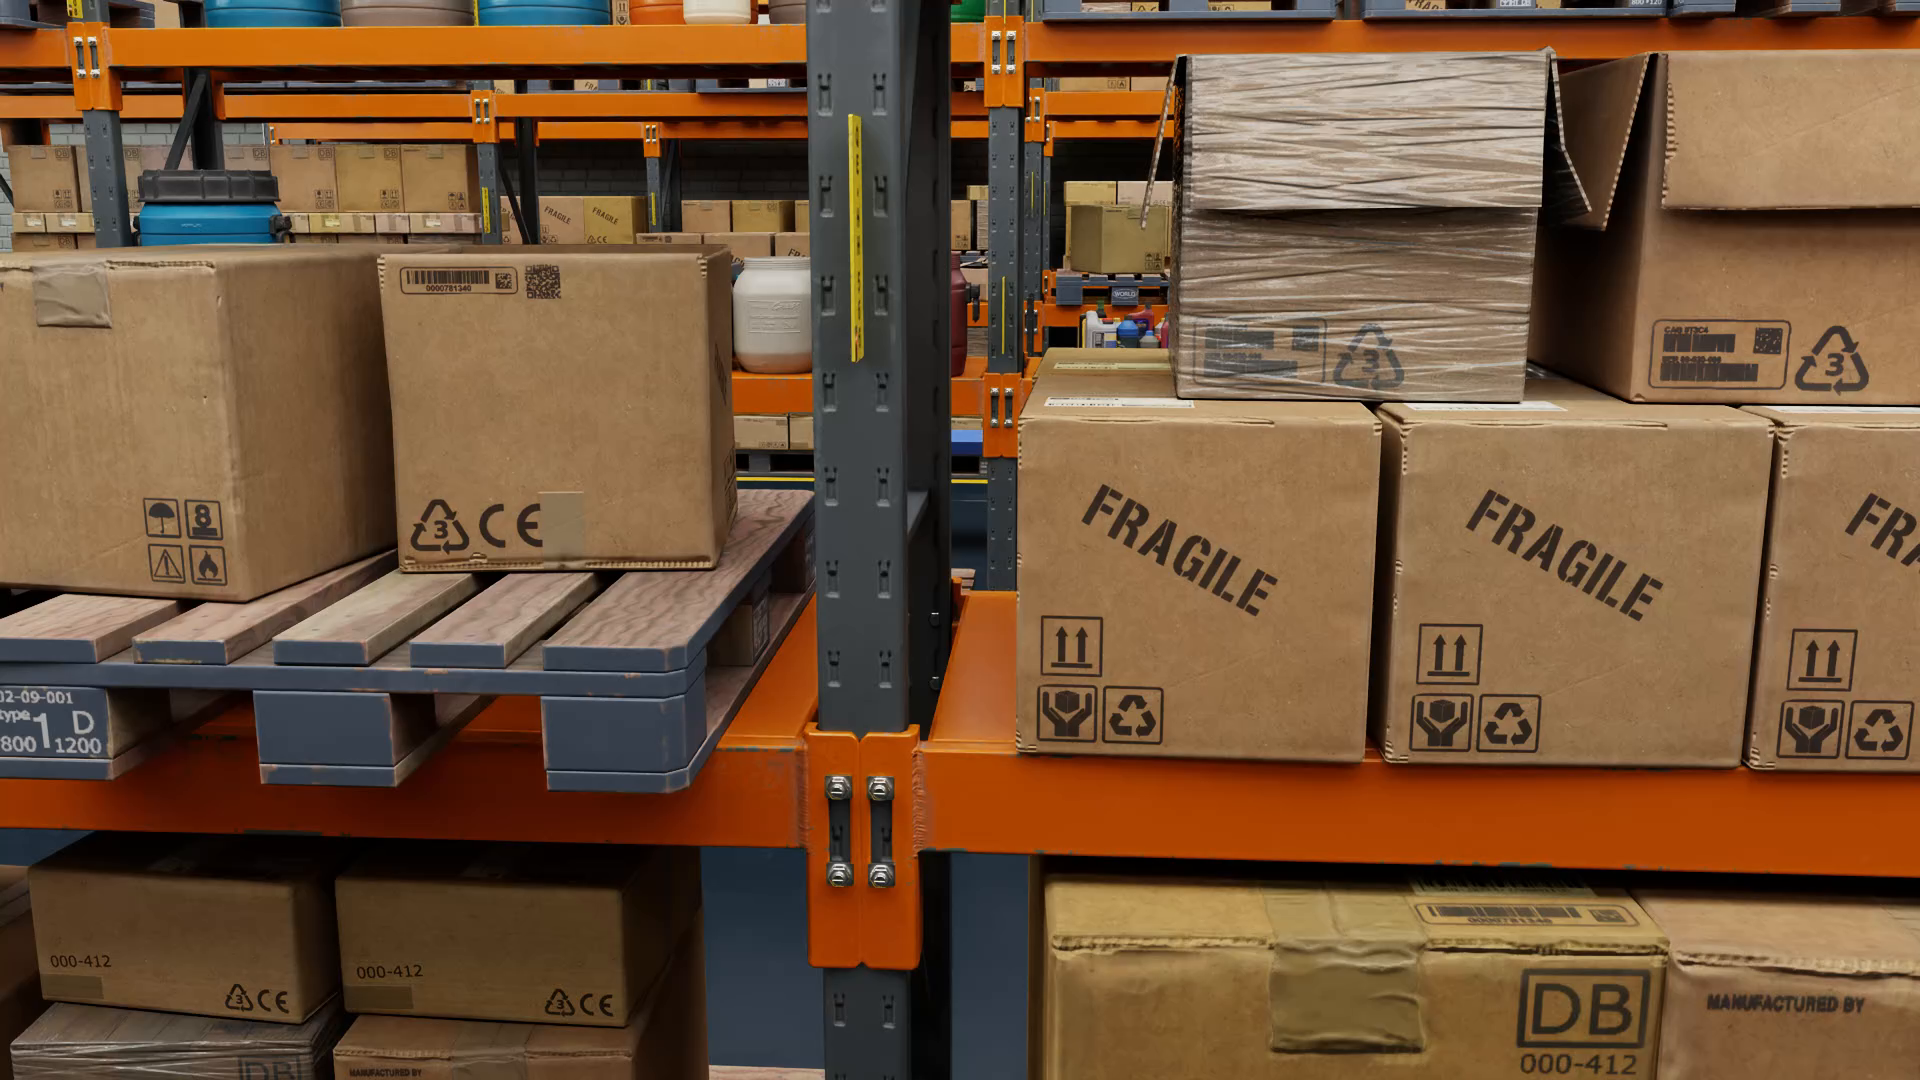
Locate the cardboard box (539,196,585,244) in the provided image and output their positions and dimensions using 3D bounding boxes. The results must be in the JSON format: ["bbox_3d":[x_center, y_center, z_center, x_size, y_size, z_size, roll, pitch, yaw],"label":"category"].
[{"bbox_3d":[-4.102,-3.334,17.365,0.500,0.500,0.500,1,12,3],"label":"cardboard box"}]

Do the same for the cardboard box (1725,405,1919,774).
[{"bbox_3d":[1.380,0.035,2.529,0.500,0.500,0.500,1,12,3],"label":"cardboard box"}]

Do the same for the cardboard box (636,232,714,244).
[{"bbox_3d":[-2.148,-2.097,12.723,0.500,0.500,0.500,2,12,8],"label":"cardboard box"}]

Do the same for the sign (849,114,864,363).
[{"bbox_3d":[-0.140,-0.408,2.257,0.005,0.325,0.100,1,12,4],"label":"sign"}]

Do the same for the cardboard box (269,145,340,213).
[{"bbox_3d":[-4.886,-2.772,12.779,0.500,0.500,0.700,1,12,4],"label":"cardboard box"}]

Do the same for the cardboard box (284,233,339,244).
[{"bbox_3d":[-4.909,-2.137,12.912,0.500,0.500,0.700,1,12,5],"label":"cardboard box"}]

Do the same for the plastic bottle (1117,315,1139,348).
[{"bbox_3d":[0.742,-0.861,7.370,0.097,0.271,0.097,0,12,0],"label":"plastic bottle"}]

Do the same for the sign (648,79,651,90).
[{"bbox_3d":[-3.140,-4.692,16.782,0.005,0.325,0.100,1,12,4],"label":"sign"}]

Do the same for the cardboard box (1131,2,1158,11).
[{"bbox_3d":[1.496,-4.007,12.085,0.500,0.500,0.500,1,12,4],"label":"cardboard box"}]

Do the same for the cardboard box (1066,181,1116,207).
[{"bbox_3d":[1.344,-3.539,17.008,0.500,0.250,0.500,1,12,5],"label":"cardboard box"}]

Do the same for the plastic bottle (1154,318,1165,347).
[{"bbox_3d":[0.994,-0.979,8.105,0.097,0.201,0.097,0,12,0],"label":"plastic bottle"}]

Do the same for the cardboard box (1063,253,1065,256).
[{"bbox_3d":[1.222,-2.961,17.663,0.250,0.149,0.380,1,12,5],"label":"cardboard box"}]

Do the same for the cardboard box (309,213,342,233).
[{"bbox_3d":[-4.739,-2.410,12.634,0.250,0.149,0.380,1,12,3],"label":"cardboard box"}]

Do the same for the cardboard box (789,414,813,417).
[{"bbox_3d":[-1.009,-1.119,12.611,0.500,0.311,0.500,1,12,3],"label":"cardboard box"}]

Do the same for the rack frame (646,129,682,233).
[{"bbox_3d":[-3.111,-3.081,17.672,0.127,3.000,1.000,1,12,4],"label":"rack frame"}]

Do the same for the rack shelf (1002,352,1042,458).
[{"bbox_3d":[2.213,-0.623,7.678,4.000,0.370,1.077,1,12,4],"label":"rack shelf"}]

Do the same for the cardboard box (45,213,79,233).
[{"bbox_3d":[-6.789,-2.438,12.769,0.250,0.149,0.380,0,12,2],"label":"cardboard box"}]

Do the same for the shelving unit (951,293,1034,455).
[{"bbox_3d":[-0.085,-0.735,10.120,1.048,1.500,0.538,1,12,4],"label":"shelving unit"}]

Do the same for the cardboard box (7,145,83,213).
[{"bbox_3d":[-6.912,-2.798,12.906,0.500,0.500,0.700,1,12,4],"label":"cardboard box"}]

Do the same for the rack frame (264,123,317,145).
[{"bbox_3d":[-7.102,-3.136,17.934,0.127,3.000,1.000,1,12,4],"label":"rack frame"}]

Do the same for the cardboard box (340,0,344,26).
[{"bbox_3d":[-5.073,-3.910,12.690,0.637,0.503,0.797,2,12,10],"label":"cardboard box"}]

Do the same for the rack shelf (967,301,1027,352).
[{"bbox_3d":[-1.443,-1.690,12.777,4.000,0.370,1.077,1,12,4],"label":"rack shelf"}]

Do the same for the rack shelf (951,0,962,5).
[{"bbox_3d":[1.882,-1.080,2.534,4.000,0.370,1.077,1,12,4],"label":"rack shelf"}]

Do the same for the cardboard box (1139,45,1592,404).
[{"bbox_3d":[0.615,-0.517,2.721,0.637,0.503,0.797,1,12,6],"label":"cardboard box"}]

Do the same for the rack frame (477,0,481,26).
[{"bbox_3d":[-3.439,-5.006,12.220,0.127,3.000,1.000,1,12,4],"label":"rack frame"}]

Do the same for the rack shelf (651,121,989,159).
[{"bbox_3d":[-1.116,-4.170,17.308,4.000,0.370,1.077,1,12,4],"label":"rack shelf"}]

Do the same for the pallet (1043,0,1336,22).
[{"bbox_3d":[0.974,-2.348,7.302,1.213,0.211,1.003,1,12,4],"label":"pallet"}]

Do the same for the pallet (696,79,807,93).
[{"bbox_3d":[-1.247,-3.396,12.312,1.213,0.211,1.003,1,12,6],"label":"pallet"}]

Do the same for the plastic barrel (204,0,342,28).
[{"bbox_3d":[-3.251,-2.808,7.817,0.708,0.901,0.600,1,12,4],"label":"plastic barrel"}]

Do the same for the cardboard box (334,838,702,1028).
[{"bbox_3d":[-0.784,0.647,3.047,0.500,0.250,0.500,1,12,6],"label":"cardboard box"}]

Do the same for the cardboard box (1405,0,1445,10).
[{"bbox_3d":[3.377,-3.758,12.067,0.600,0.600,0.600,1,12,3],"label":"cardboard box"}]

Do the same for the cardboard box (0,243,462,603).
[{"bbox_3d":[-1.218,-0.232,2.780,0.500,0.500,0.700,3,12,12],"label":"cardboard box"}]

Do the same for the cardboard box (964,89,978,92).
[{"bbox_3d":[0.143,-4.416,16.894,0.500,0.311,0.500,1,12,4],"label":"cardboard box"}]

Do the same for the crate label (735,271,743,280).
[{"bbox_3d":[-0.756,-1.089,8.061,0.616,0.435,0.502,1,12,4],"label":"crate label"}]

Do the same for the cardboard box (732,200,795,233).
[{"bbox_3d":[-2.049,-3.323,17.507,0.500,0.500,0.700,2,12,10],"label":"cardboard box"}]

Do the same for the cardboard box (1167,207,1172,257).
[{"bbox_3d":[2.364,-3.156,17.009,0.500,0.500,0.500,1,12,4],"label":"cardboard box"}]

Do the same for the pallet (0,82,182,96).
[{"bbox_3d":[-6.726,-3.534,12.726,1.213,0.211,1.003,1,12,4],"label":"pallet"}]

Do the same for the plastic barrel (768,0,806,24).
[{"bbox_3d":[-0.587,-2.772,7.642,0.600,0.901,0.600,0,12,0],"label":"plastic barrel"}]

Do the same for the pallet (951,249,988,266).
[{"bbox_3d":[0.162,-2.921,17.373,1.003,0.211,1.213,1,12,4],"label":"pallet"}]

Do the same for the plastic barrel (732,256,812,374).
[{"bbox_3d":[-0.823,-1.028,7.582,0.421,0.512,0.421,0,12,0],"label":"plastic barrel"}]

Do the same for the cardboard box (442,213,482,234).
[{"bbox_3d":[-3.724,-2.396,12.566,0.250,0.149,0.380,1,12,4],"label":"cardboard box"}]

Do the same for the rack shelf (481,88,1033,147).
[{"bbox_3d":[-1.443,-3.158,12.470,4.000,0.370,1.077,1,12,4],"label":"rack shelf"}]

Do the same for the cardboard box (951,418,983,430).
[{"bbox_3d":[0.011,-0.832,12.607,0.500,0.250,0.500,1,12,5],"label":"cardboard box"}]

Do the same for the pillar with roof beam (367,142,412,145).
[{"bbox_3d":[-6.634,-5.360,13.914,0.400,9.000,9.100,1,12,4],"label":"pillar with roof beam"}]

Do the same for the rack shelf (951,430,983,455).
[{"bbox_3d":[-0.085,-0.559,10.157,1.000,0.185,0.538,1,12,4],"label":"rack shelf"}]
